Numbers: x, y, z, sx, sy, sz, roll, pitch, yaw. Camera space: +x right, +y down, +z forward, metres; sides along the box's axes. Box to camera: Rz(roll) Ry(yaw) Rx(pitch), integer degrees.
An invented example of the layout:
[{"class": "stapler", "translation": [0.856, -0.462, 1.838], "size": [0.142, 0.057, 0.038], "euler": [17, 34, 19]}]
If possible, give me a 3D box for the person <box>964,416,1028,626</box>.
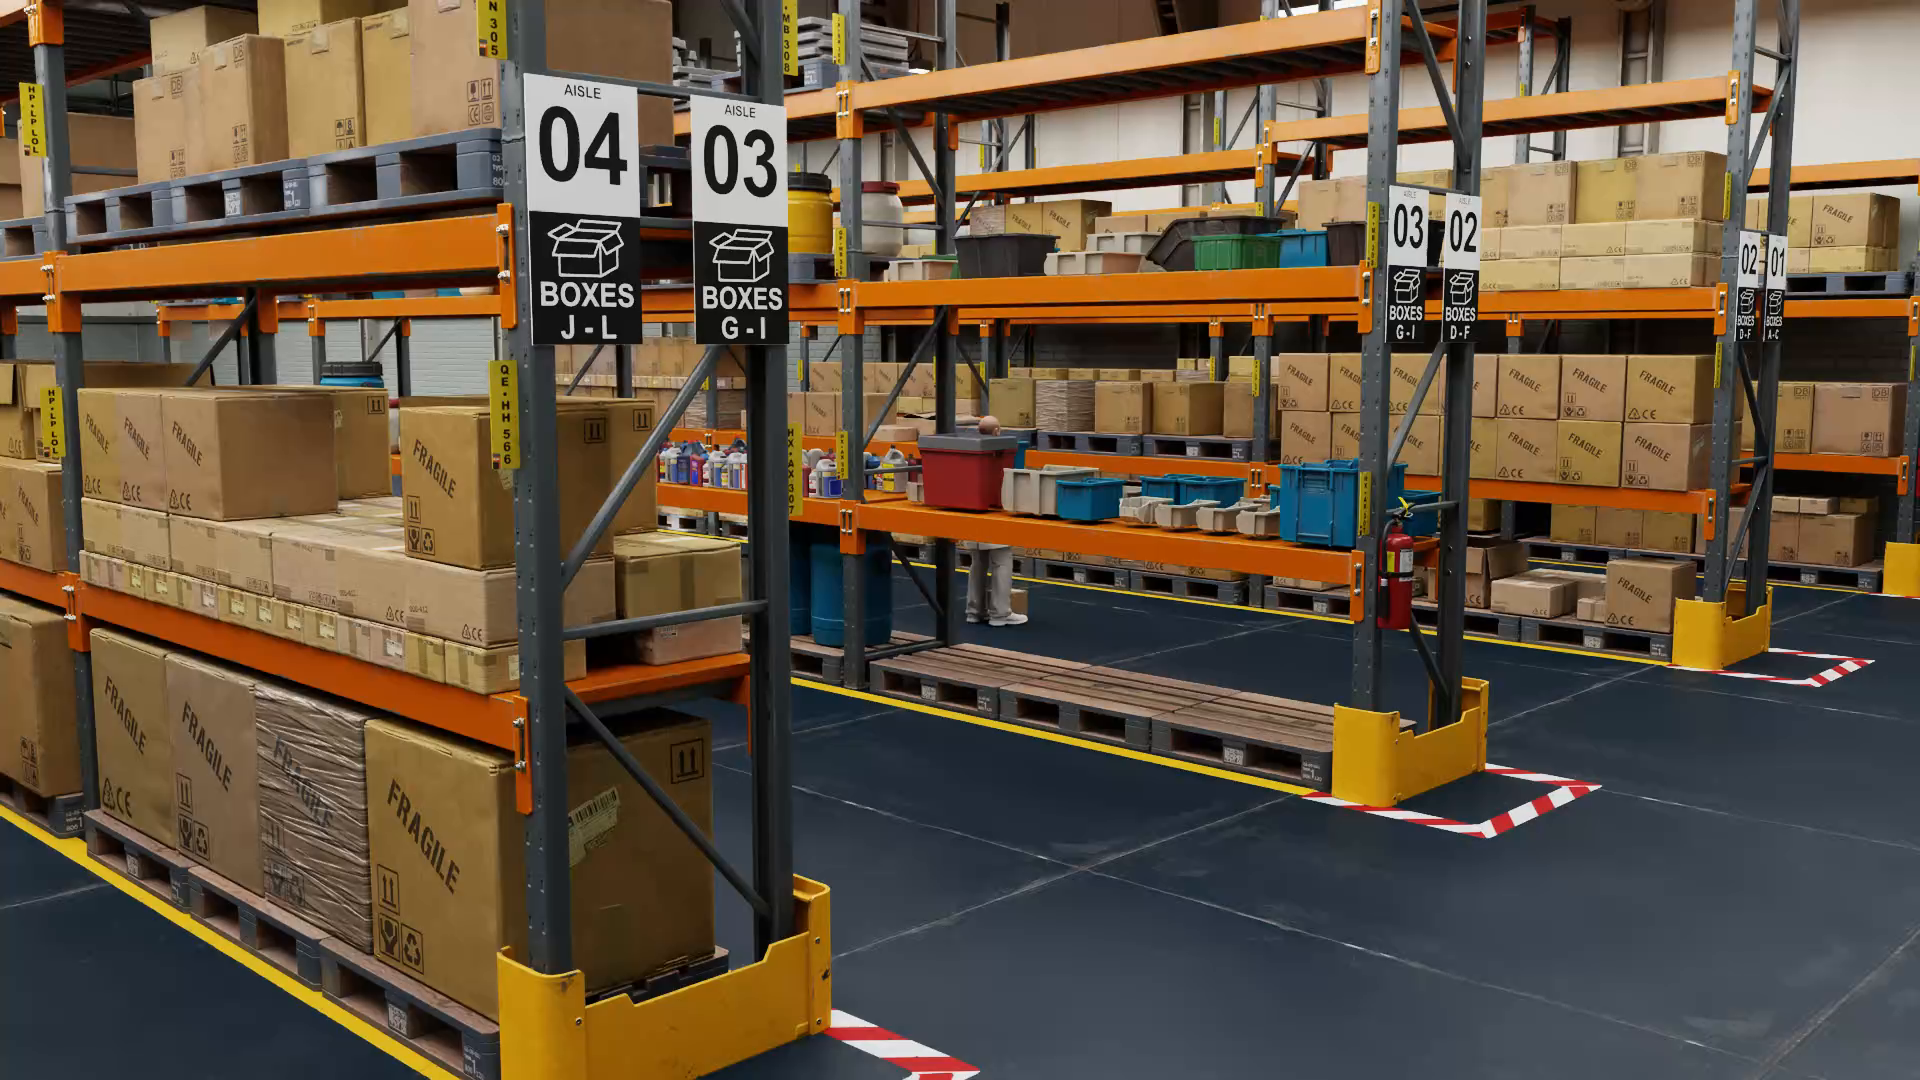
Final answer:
[{"class": "person", "translation": [0.237, -0.172, 14.234], "size": [0.653, 1.774, 0.425], "euler": [6, 9, 40]}]
